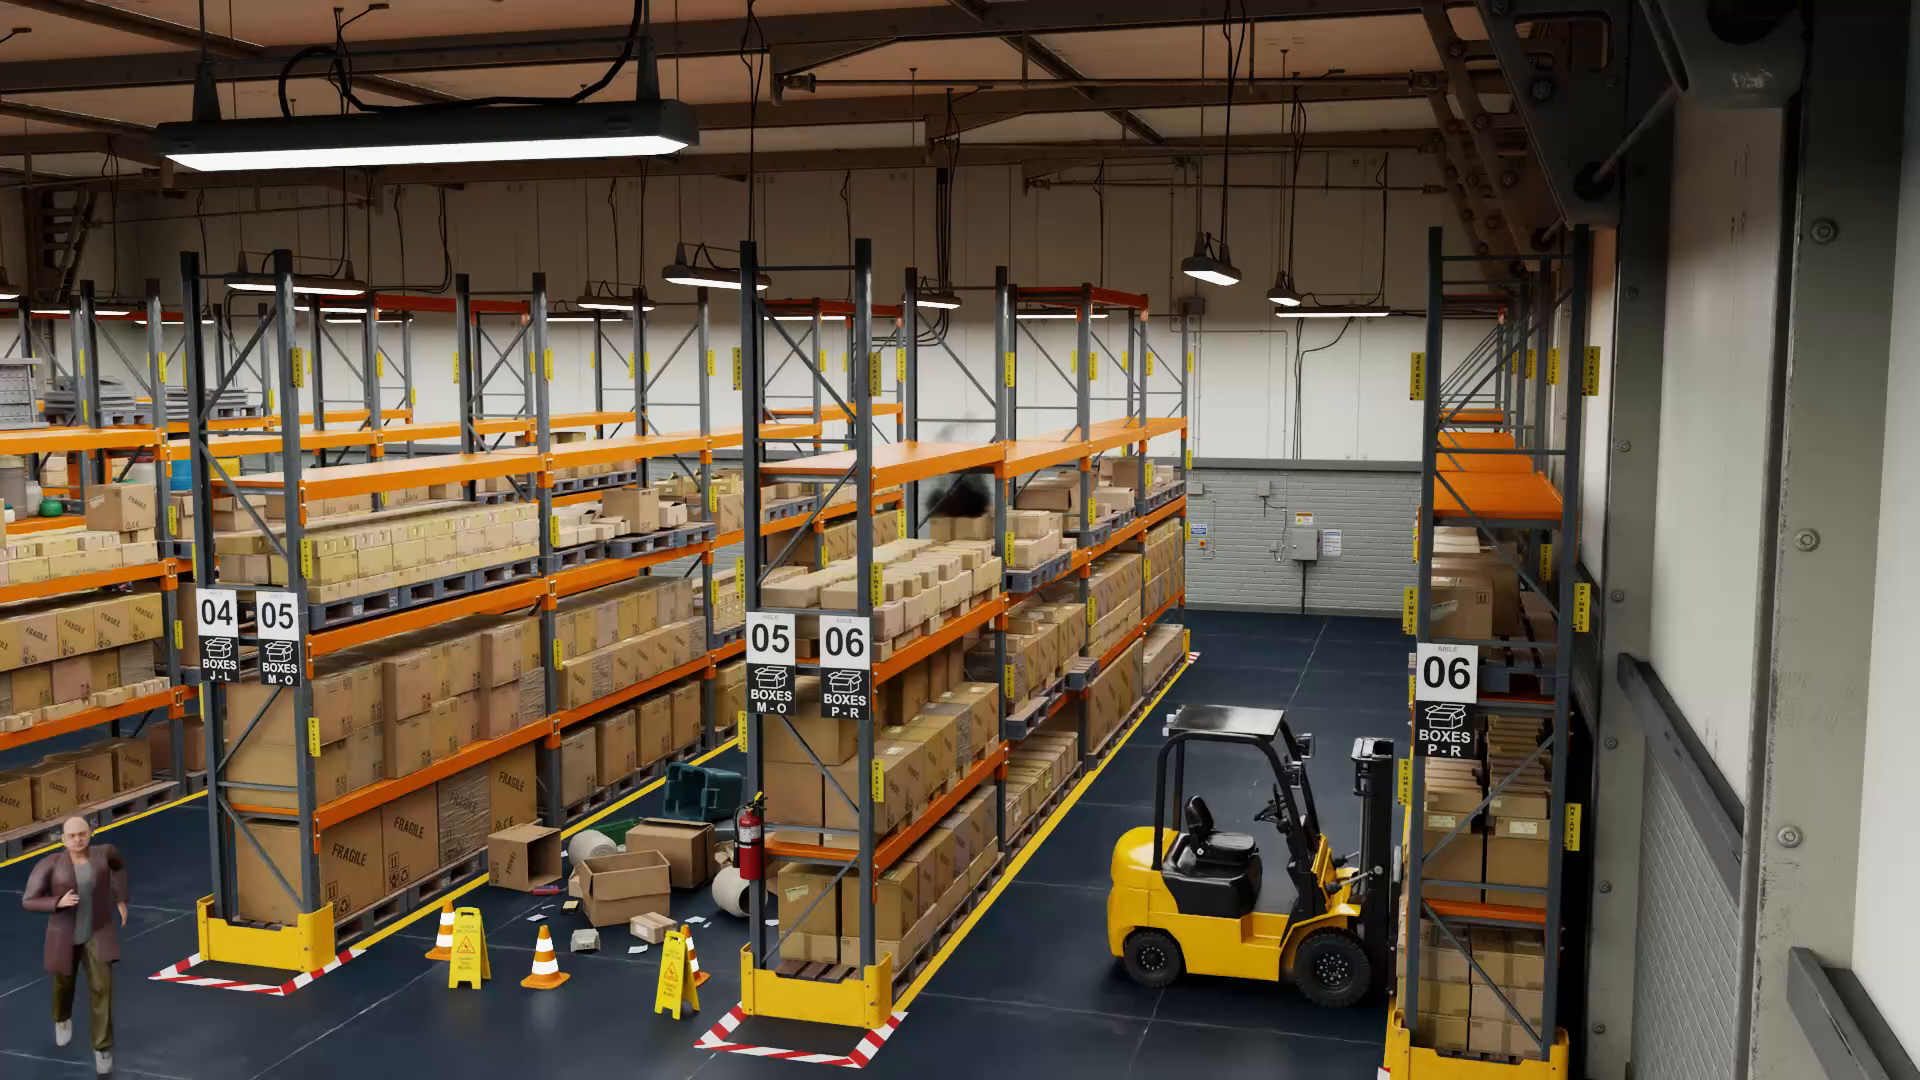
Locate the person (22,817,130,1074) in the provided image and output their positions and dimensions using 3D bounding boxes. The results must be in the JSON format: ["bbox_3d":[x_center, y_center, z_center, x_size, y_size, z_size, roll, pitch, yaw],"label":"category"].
[{"bbox_3d":[-6.415,2.885,12.118,0.717,1.772,1.069,-4,8,-34],"label":"person"}]
